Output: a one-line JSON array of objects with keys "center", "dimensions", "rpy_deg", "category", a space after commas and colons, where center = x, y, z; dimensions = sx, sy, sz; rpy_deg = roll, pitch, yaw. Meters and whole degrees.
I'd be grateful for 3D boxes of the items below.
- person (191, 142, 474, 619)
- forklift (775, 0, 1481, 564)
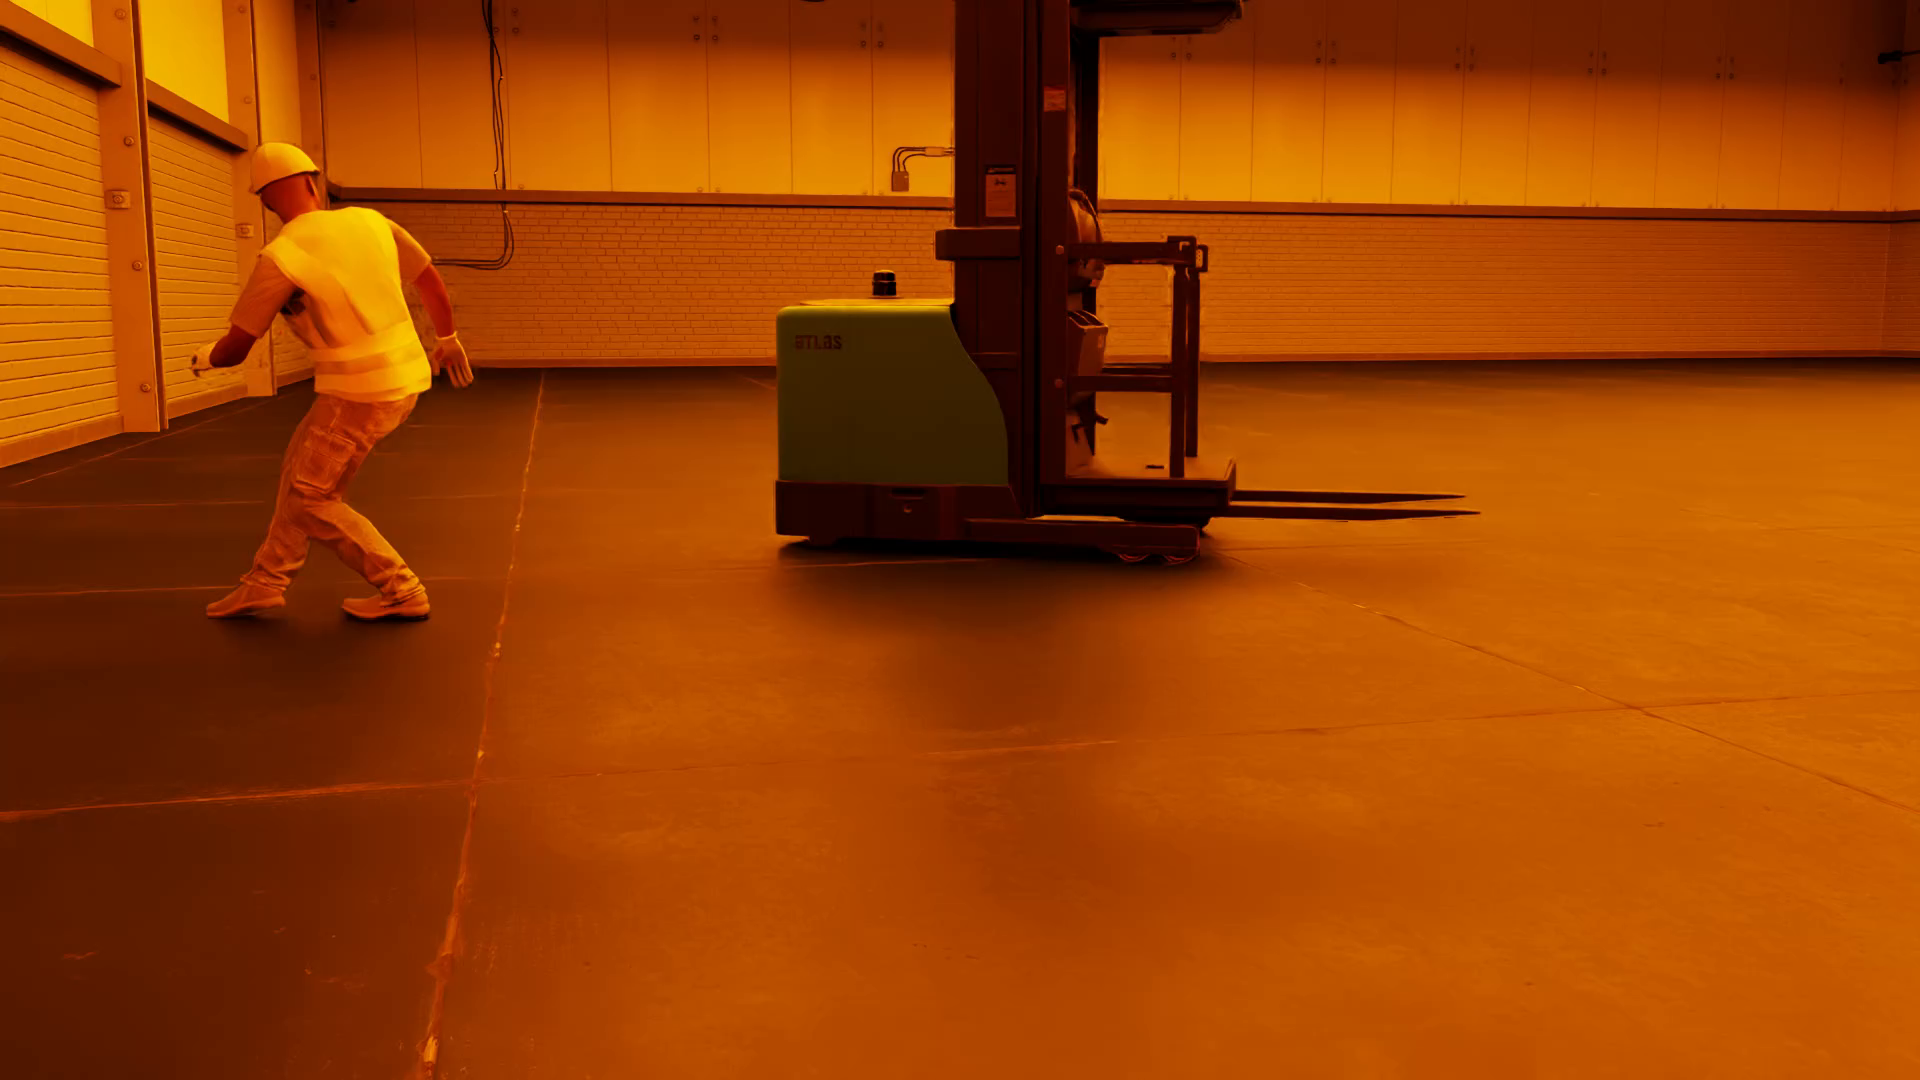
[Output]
[{"center": [-2.229, -0.546, 5.787], "dimensions": [0.810, 1.613, 0.807], "rpy_deg": [1, 8, 10], "category": "person"}, {"center": [0.747, -1.432, 7.363], "dimensions": [3.031, 2.935, 1.130], "rpy_deg": [2, 8, 11], "category": "forklift"}]
